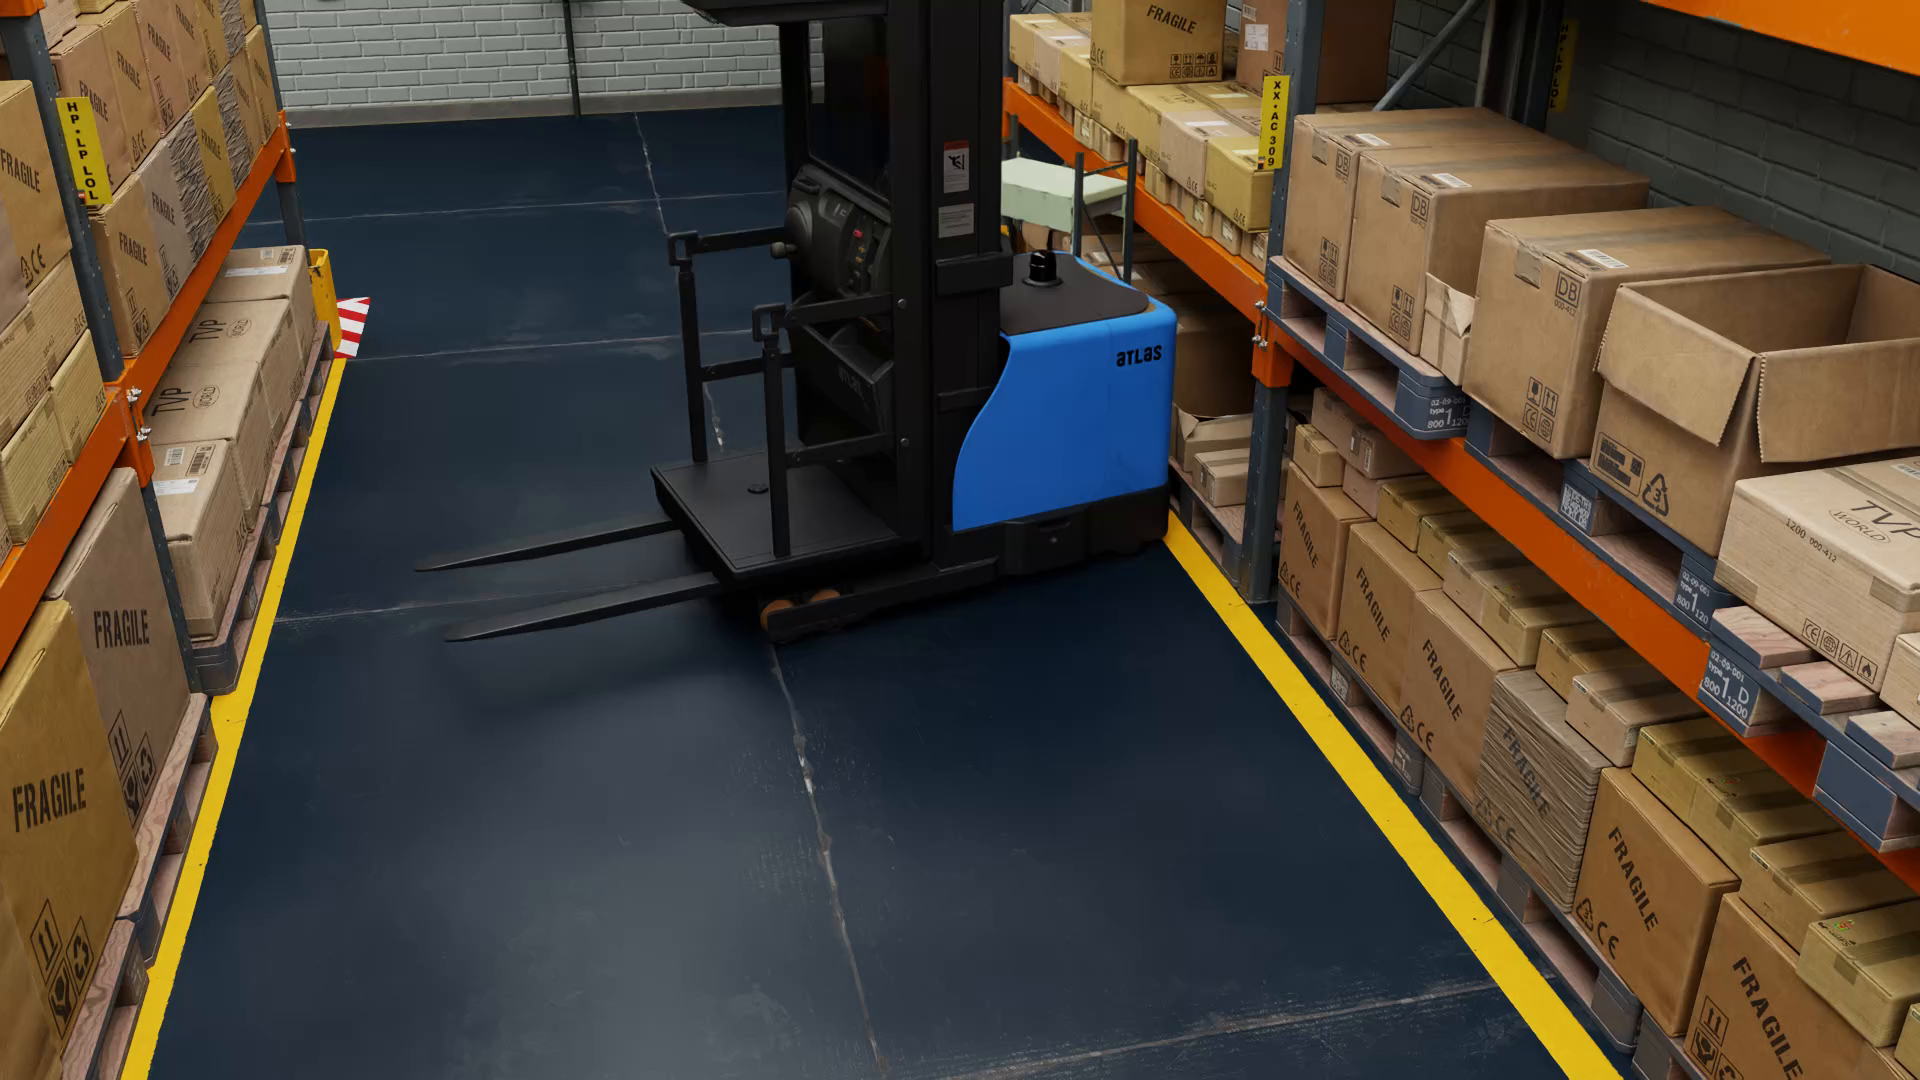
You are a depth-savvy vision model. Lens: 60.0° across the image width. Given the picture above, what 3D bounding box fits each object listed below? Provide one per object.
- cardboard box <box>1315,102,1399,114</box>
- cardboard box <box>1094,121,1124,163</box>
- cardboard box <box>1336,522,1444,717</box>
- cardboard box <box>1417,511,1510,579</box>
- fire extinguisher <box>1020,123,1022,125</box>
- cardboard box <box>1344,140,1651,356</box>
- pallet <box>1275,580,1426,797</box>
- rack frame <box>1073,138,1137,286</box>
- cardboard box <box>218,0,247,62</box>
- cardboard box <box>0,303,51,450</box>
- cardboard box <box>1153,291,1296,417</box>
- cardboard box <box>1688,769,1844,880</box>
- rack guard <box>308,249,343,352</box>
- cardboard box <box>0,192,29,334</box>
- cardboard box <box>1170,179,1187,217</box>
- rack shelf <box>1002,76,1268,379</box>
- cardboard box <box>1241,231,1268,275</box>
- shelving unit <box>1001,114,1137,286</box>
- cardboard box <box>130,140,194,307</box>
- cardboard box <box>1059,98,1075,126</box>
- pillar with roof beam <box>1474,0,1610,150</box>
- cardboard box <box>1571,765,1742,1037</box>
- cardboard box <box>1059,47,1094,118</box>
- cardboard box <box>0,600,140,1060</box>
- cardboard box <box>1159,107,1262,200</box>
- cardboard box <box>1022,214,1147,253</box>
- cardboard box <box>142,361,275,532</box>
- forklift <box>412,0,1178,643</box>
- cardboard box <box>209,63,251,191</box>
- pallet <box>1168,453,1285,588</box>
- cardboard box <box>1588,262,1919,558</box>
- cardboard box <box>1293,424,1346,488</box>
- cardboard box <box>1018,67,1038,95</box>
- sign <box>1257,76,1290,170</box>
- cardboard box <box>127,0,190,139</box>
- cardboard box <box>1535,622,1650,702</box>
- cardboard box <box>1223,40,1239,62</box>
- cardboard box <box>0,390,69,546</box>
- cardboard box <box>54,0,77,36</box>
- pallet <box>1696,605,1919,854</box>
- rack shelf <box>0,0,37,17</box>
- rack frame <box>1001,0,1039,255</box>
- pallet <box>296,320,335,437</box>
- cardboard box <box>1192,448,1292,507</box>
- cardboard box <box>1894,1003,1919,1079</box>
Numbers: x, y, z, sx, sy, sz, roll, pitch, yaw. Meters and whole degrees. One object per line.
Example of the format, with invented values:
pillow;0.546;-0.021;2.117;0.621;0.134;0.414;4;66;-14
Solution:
cardboard box;1.670;-1.678;7.081;0.500;0.250;0.500;-6;27;-12
cardboard box;0.865;-1.935;8.034;0.380;0.149;0.250;-5;27;-10
cardboard box;1.658;0.249;5.736;0.500;0.500;0.500;-6;27;-12
cardboard box;1.742;0.020;5.470;0.380;0.149;0.250;-6;27;-12
fire extinguisher;0.253;-2.720;9.810;0.296;0.674;0.183;-6;27;-12
cardboard box;1.646;-0.917;5.161;0.700;0.500;0.500;-6;27;-11
pallet;1.859;0.451;6.123;1.003;0.211;1.213;-6;27;-12
rack frame;0.650;-1.070;7.682;0.023;1.500;0.400;24;35;39
cardboard box;-3.611;-2.475;7.604;0.500;0.500;0.500;-6;27;-11
cardboard box;-2.741;-0.411;4.346;0.500;0.250;0.500;-5;27;-10
cardboard box;1.171;-0.862;7.937;0.700;0.500;0.500;-7;28;-14
cardboard box;2.058;0.699;4.125;0.380;0.149;0.250;-5;27;-10
rack guard;-4.104;-1.293;9.256;1.175;0.500;0.348;-6;27;-12
cardboard box;-2.728;-0.736;4.158;0.500;0.500;0.500;-5;27;-11
cardboard box;1.126;-1.491;7.155;0.380;0.149;0.250;-5;27;-10
rack shelf;1.188;-1.704;8.096;1.077;0.370;4.000;-6;27;-12
cardboard box;1.320;-1.150;6.478;0.380;0.149;0.250;-6;27;-11
shelving unit;0.390;-1.183;7.914;0.755;1.500;0.431;24;35;39
cardboard box;-3.157;-1.140;6.070;0.500;0.500;0.500;-6;27;-11
cardboard box;0.736;-2.283;8.724;0.380;0.149;0.250;-5;27;-10
pillar with roof beam;-1.835;-3.786;4.764;9.100;9.000;0.400;-6;27;-12
cardboard box;2.012;0.923;4.401;0.500;0.500;0.500;-5;27;-9
cardboard box;0.808;-2.299;8.313;0.500;0.250;0.500;-6;27;-13
cardboard box;-2.768;0.779;4.270;0.875;0.875;0.875;-5;27;-10
cardboard box;1.159;-1.631;6.988;0.500;0.250;0.500;-6;27;-11
cardboard box;0.782;-1.698;9.591;0.797;0.503;0.637;-7;28;-14
cardboard box;-3.436;-0.365;7.022;0.875;0.438;0.875;-7;28;-13
forklift;-0.657;-1.179;6.333;3.031;2.935;1.130;-12;29;-23
cardboard box;-3.508;-1.811;7.398;0.500;0.500;0.500;-5;27;-10
pallet;1.485;-0.204;7.421;1.003;0.211;1.213;-6;27;-12
cardboard box;1.992;-0.323;3.980;0.797;0.503;0.637;-7;28;-13
cardboard box;1.460;-0.324;6.152;0.380;0.149;0.250;-5;27;-9
cardboard box;0.544;-2.619;9.389;0.380;0.149;0.250;-6;27;-12
sign;1.111;-1.476;5.884;0.100;0.325;0.005;-6;27;-12
cardboard box;-3.280;-1.815;6.296;0.500;0.500;0.500;-5;27;-11
cardboard box;1.905;0.358;4.800;0.380;0.149;0.250;-6;27;-11
cardboard box;1.321;-2.350;8.413;0.500;0.250;0.500;-5;27;-10
cardboard box;-2.736;-0.180;4.444;0.500;0.250;0.500;-6;27;-12
cardboard box;-3.088;-1.698;5.345;0.380;0.149;0.250;-6;27;-11
pallet;2.319;0.404;3.334;1.213;0.211;1.003;-6;27;-12
rack shelf;-2.746;-0.782;2.940;1.077;0.370;4.000;-6;27;-12
rack frame;0.737;-2.904;9.674;1.000;3.000;0.127;-6;27;-12
pallet;-3.842;-0.810;8.621;1.003;0.211;1.213;-6;27;-12
cardboard box;1.227;-0.277;7.168;0.380;0.149;0.250;-7;28;-13
cardboard box;2.182;1.056;3.417;0.380;0.149;0.250;-7;28;-14
